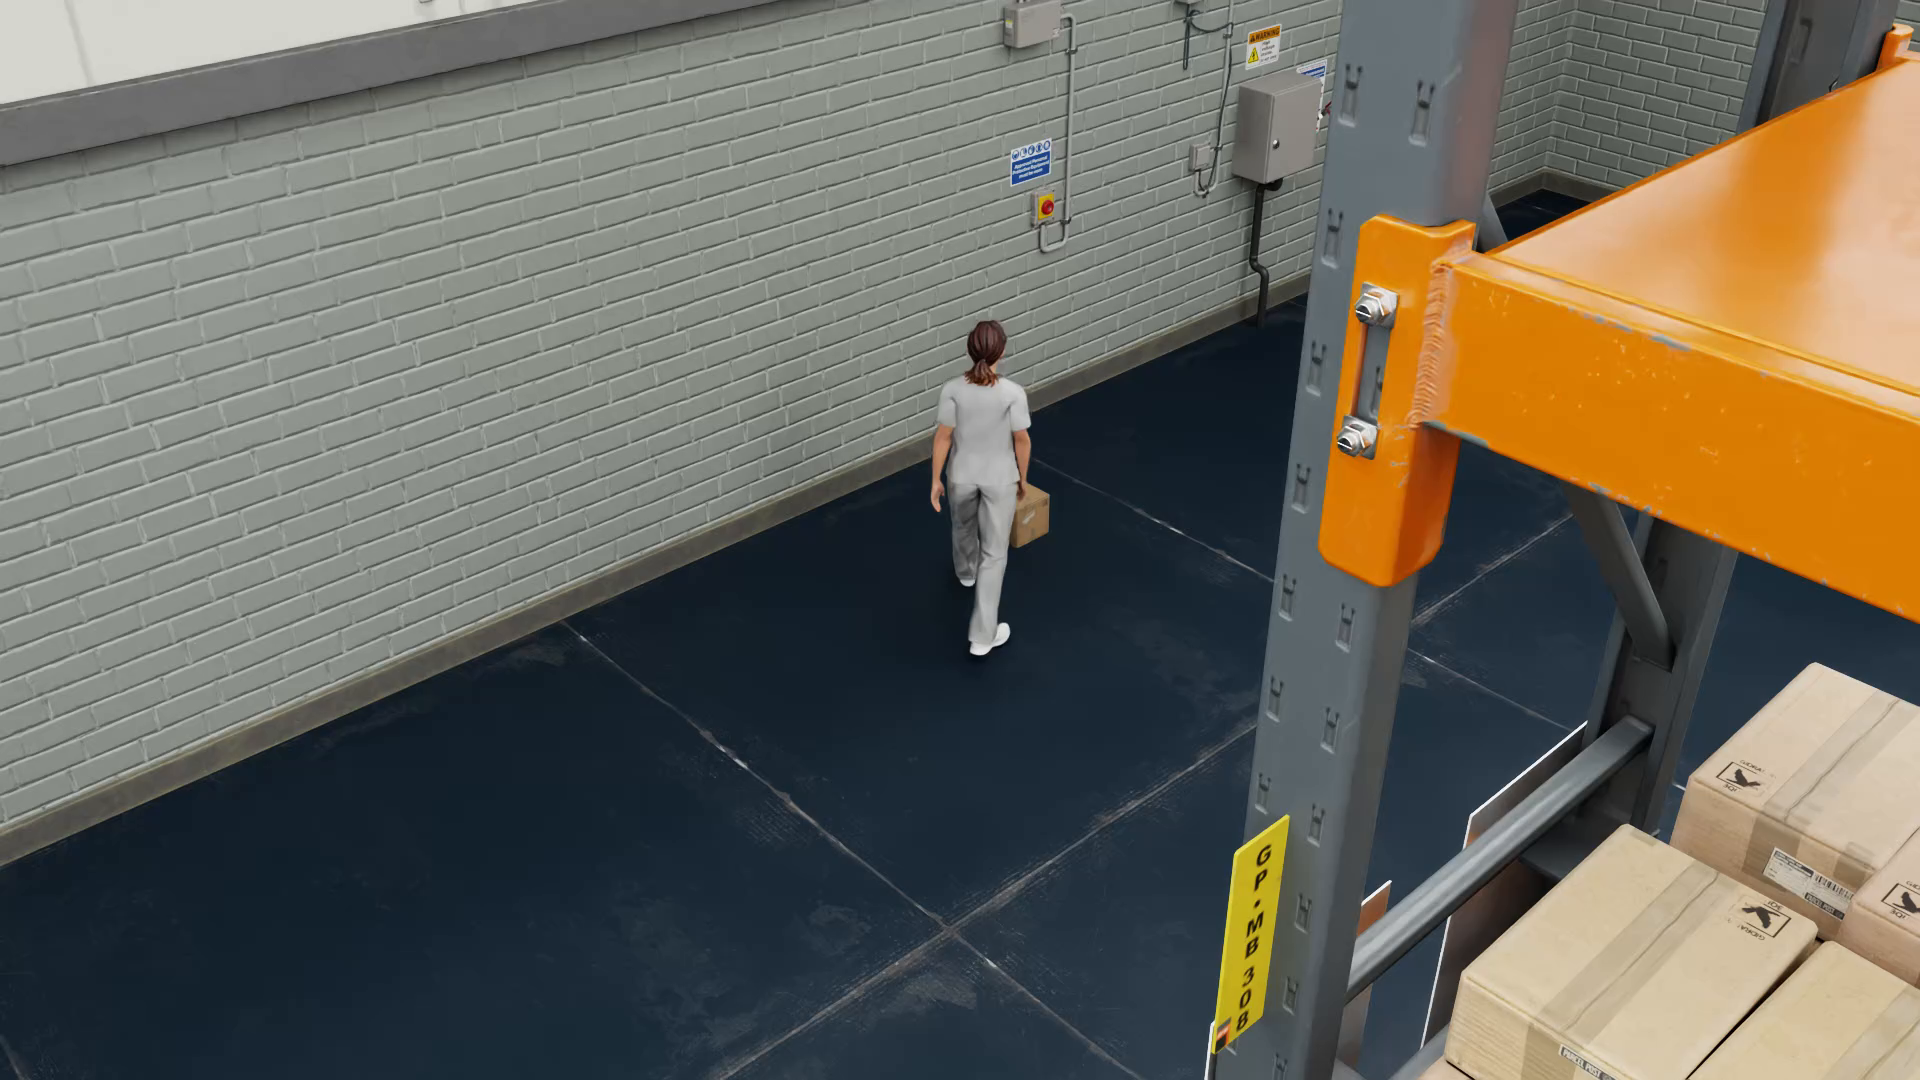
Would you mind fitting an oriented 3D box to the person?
[{"bbox_3d":[0.125,-0.336,8.188,0.468,1.636,0.911,6,32,10],"label":"person"}]
